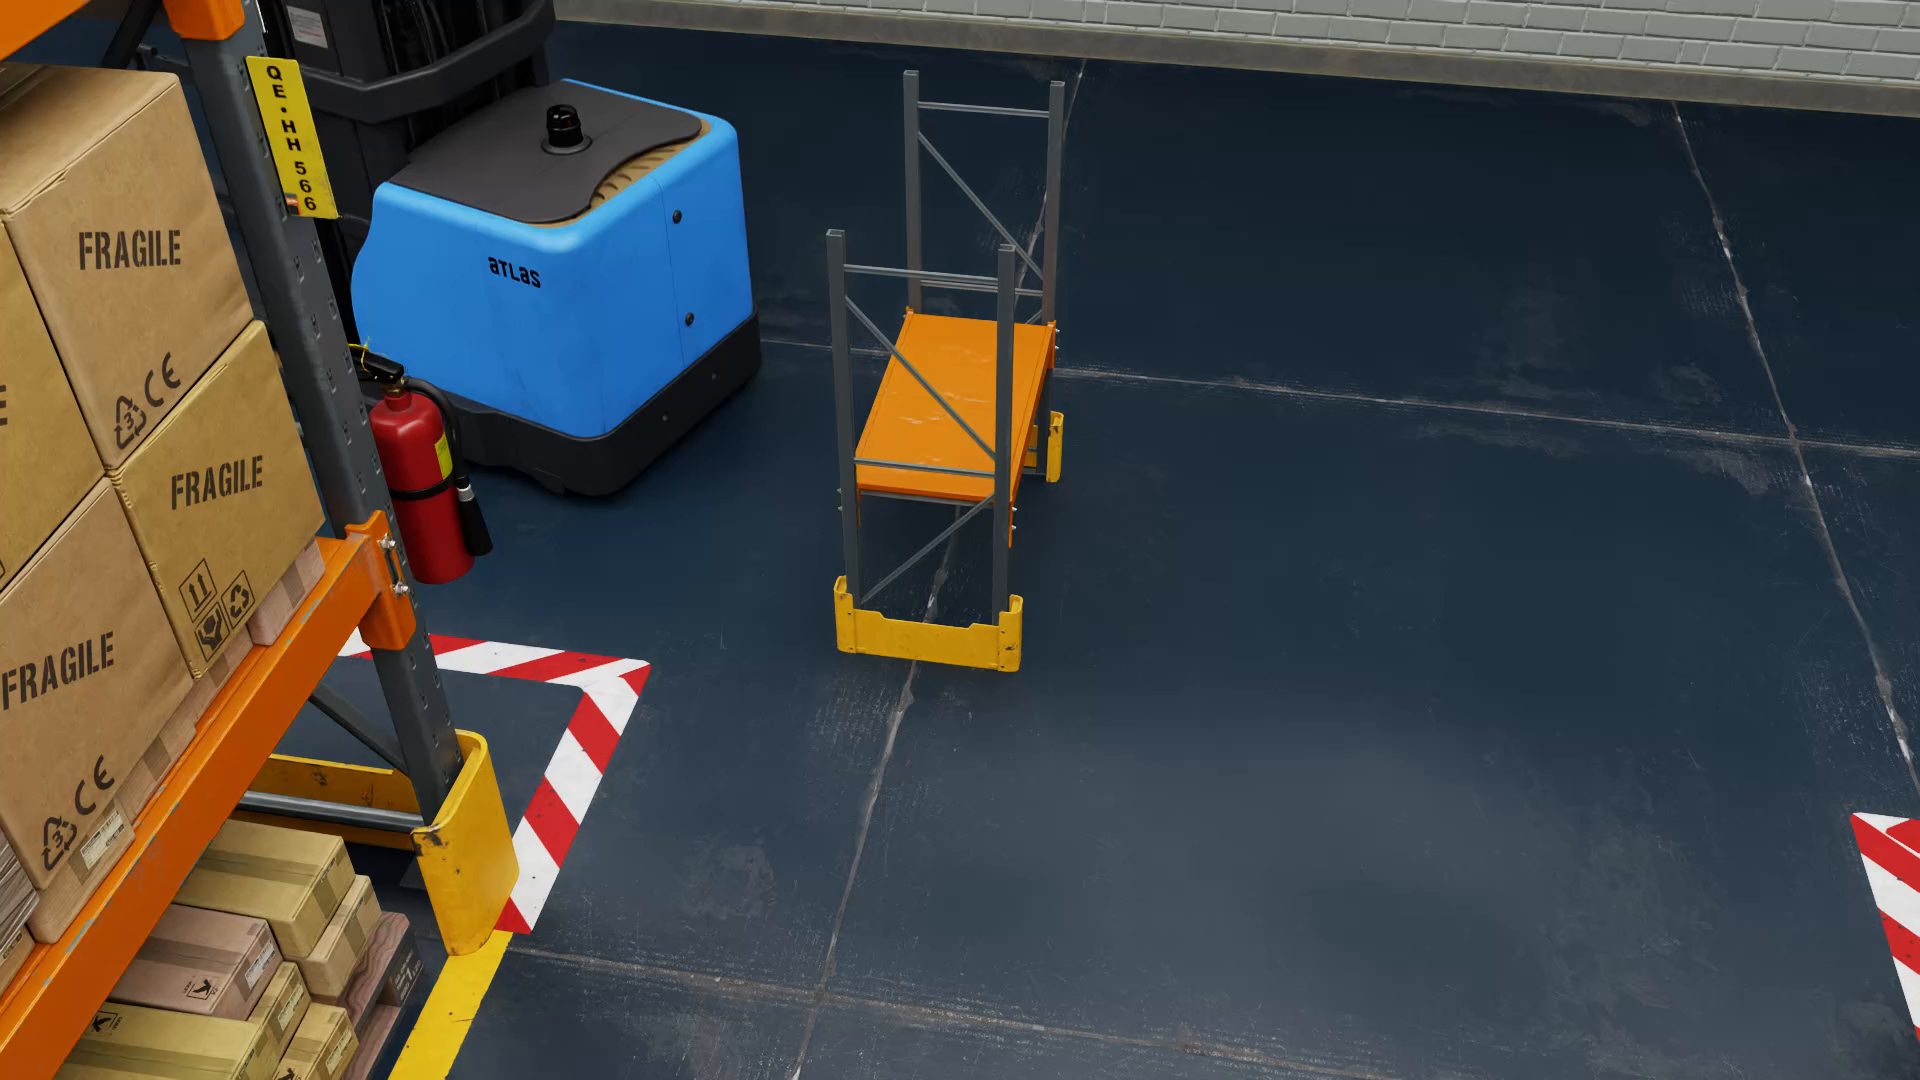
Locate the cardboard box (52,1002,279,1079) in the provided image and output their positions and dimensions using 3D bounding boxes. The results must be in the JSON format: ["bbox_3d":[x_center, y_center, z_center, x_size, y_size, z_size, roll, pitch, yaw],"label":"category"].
[{"bbox_3d":[-1.671,1.131,3.469,0.380,0.149,0.250,6,40,7],"label":"cardboard box"}]

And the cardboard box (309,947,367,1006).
[{"bbox_3d":[-1.694,1.025,4.064,0.380,0.149,0.250,7,40,8],"label":"cardboard box"}]

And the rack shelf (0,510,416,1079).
[{"bbox_3d":[-2.155,1.267,2.428,1.077,0.370,4.000,6,40,8],"label":"rack shelf"}]

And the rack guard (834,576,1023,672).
[{"bbox_3d":[-0.099,0.264,5.234,0.587,0.250,0.087,6,40,8],"label":"rack guard"}]

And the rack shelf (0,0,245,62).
[{"bbox_3d":[-2.155,0.111,1.472,1.077,0.370,4.000,6,40,8],"label":"rack shelf"}]

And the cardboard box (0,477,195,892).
[{"bbox_3d":[-1.727,0.215,2.824,0.500,0.500,0.500,6,40,7],"label":"cardboard box"}]

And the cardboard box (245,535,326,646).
[{"bbox_3d":[-1.587,0.067,3.511,0.380,0.149,0.250,6,40,8],"label":"cardboard box"}]

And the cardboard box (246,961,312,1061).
[{"bbox_3d":[-1.717,1.078,3.766,0.380,0.149,0.250,6,40,7],"label":"cardboard box"}]

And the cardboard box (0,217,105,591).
[{"bbox_3d":[-1.731,-0.171,2.506,0.500,0.500,0.500,5,40,6],"label":"cardboard box"}]

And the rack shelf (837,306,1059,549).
[{"bbox_3d":[-0.015,-0.386,5.322,0.538,0.185,1.000,6,40,8],"label":"rack shelf"}]

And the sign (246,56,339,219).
[{"bbox_3d":[-1.266,-0.759,3.158,0.100,0.325,0.005,6,40,8],"label":"sign"}]

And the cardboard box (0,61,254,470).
[{"bbox_3d":[-1.643,-0.489,2.891,0.500,0.500,0.500,6,40,7],"label":"cardboard box"}]

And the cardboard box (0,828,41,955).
[{"bbox_3d":[-1.806,0.534,2.438,0.500,0.500,0.500,7,40,8],"label":"cardboard box"}]

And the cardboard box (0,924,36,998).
[{"bbox_3d":[-1.791,0.703,2.742,0.380,0.149,0.250,5,40,6],"label":"cardboard box"}]

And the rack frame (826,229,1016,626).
[{"bbox_3d":[-0.103,-0.205,4.821,0.500,1.500,0.032,6,40,8],"label":"rack frame"}]

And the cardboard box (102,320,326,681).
[{"bbox_3d":[-1.633,-0.108,3.215,0.500,0.500,0.500,7,40,9],"label":"cardboard box"}]

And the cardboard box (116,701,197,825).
[{"bbox_3d":[-1.695,0.378,3.135,0.380,0.149,0.250,6,40,7],"label":"cardboard box"}]

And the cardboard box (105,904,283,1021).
[{"bbox_3d":[-1.751,0.954,3.683,0.380,0.149,0.250,7,40,9],"label":"cardboard box"}]

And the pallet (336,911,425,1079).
[{"bbox_3d":[-1.997,1.363,3.935,1.003,0.211,1.213,6,40,8],"label":"pallet"}]

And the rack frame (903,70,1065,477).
[{"bbox_3d":[0.073,-0.844,5.593,0.500,1.500,0.032,6,40,8],"label":"rack frame"}]

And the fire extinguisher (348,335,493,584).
[{"bbox_3d":[-1.311,-0.199,3.990,0.296,0.674,0.183,6,40,8],"label":"fire extinguisher"}]

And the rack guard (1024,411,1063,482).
[{"bbox_3d":[0.073,-0.361,5.990,0.587,0.250,0.087,6,40,8],"label":"rack guard"}]

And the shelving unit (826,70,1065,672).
[{"bbox_3d":[-0.013,-0.530,5.214,0.587,1.500,1.083,6,40,8],"label":"shelving unit"}]

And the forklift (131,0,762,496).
[{"bbox_3d":[-2.313,-1.961,5.822,3.031,2.935,1.130,19,43,22],"label":"forklift"}]

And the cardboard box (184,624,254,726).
[{"bbox_3d":[-1.667,0.219,3.328,0.380,0.149,0.250,6,40,8],"label":"cardboard box"}]

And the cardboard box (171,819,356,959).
[{"bbox_3d":[-1.651,0.803,3.866,0.380,0.149,0.250,7,40,8],"label":"cardboard box"}]

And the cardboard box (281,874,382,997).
[{"bbox_3d":[-1.619,0.920,3.958,0.380,0.149,0.250,5,40,6],"label":"cardboard box"}]

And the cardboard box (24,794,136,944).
[{"bbox_3d":[-1.717,0.541,2.939,0.380,0.149,0.250,7,40,9],"label":"cardboard box"}]

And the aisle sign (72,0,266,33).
[{"bbox_3d":[-1.501,-1.280,2.904,0.394,0.787,0.004,6,40,8],"label":"aisle sign"}]

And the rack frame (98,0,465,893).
[{"bbox_3d":[-1.809,-0.265,3.717,1.000,3.000,0.127,6,40,8],"label":"rack frame"}]

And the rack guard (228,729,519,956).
[{"bbox_3d":[-1.822,0.746,4.455,1.175,0.500,0.348,6,40,8],"label":"rack guard"}]

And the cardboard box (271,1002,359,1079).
[{"bbox_3d":[-1.639,1.198,3.855,0.380,0.149,0.250,8,40,9],"label":"cardboard box"}]
